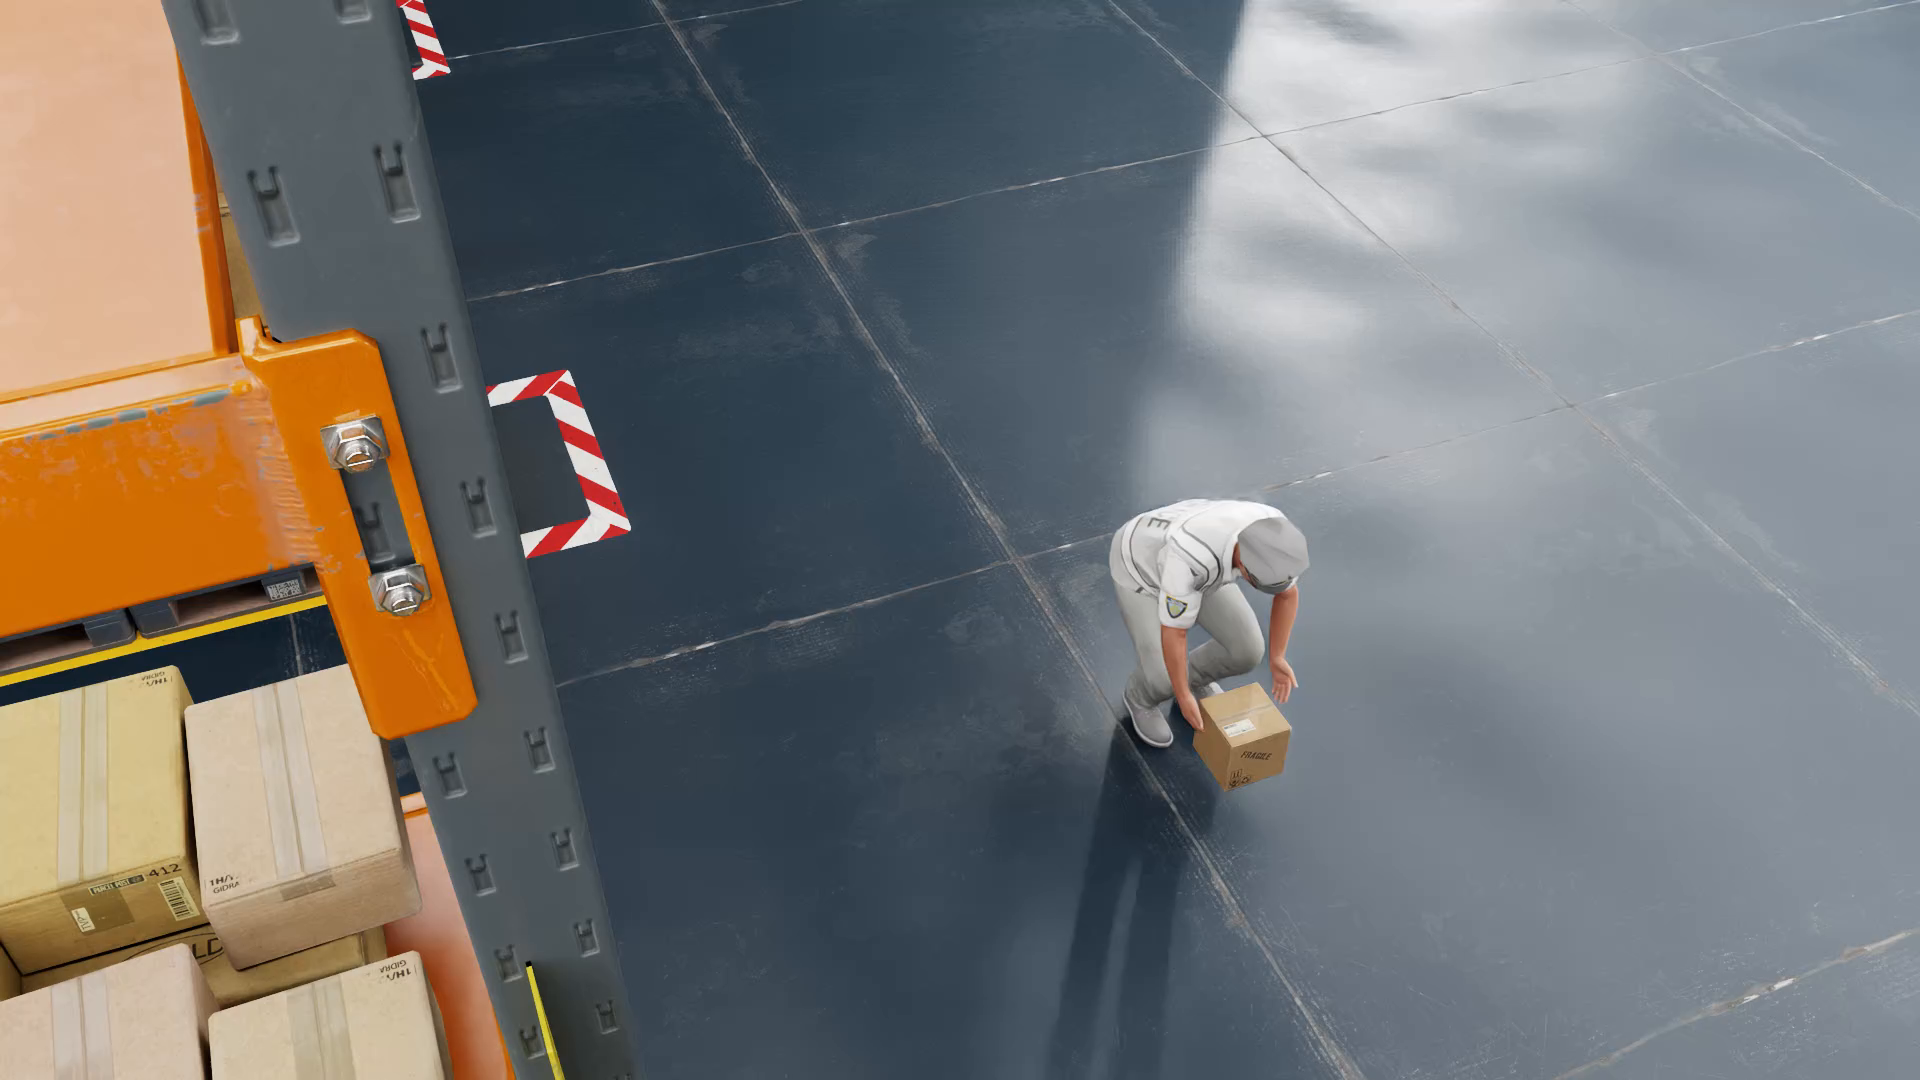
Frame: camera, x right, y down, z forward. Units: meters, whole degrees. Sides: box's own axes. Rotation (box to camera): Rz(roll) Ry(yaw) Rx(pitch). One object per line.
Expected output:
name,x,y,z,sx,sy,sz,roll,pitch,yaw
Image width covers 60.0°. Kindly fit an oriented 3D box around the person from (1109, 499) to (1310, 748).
person,0.931,0.255,6.255,0.581,1.242,0.882,-15,44,-17
